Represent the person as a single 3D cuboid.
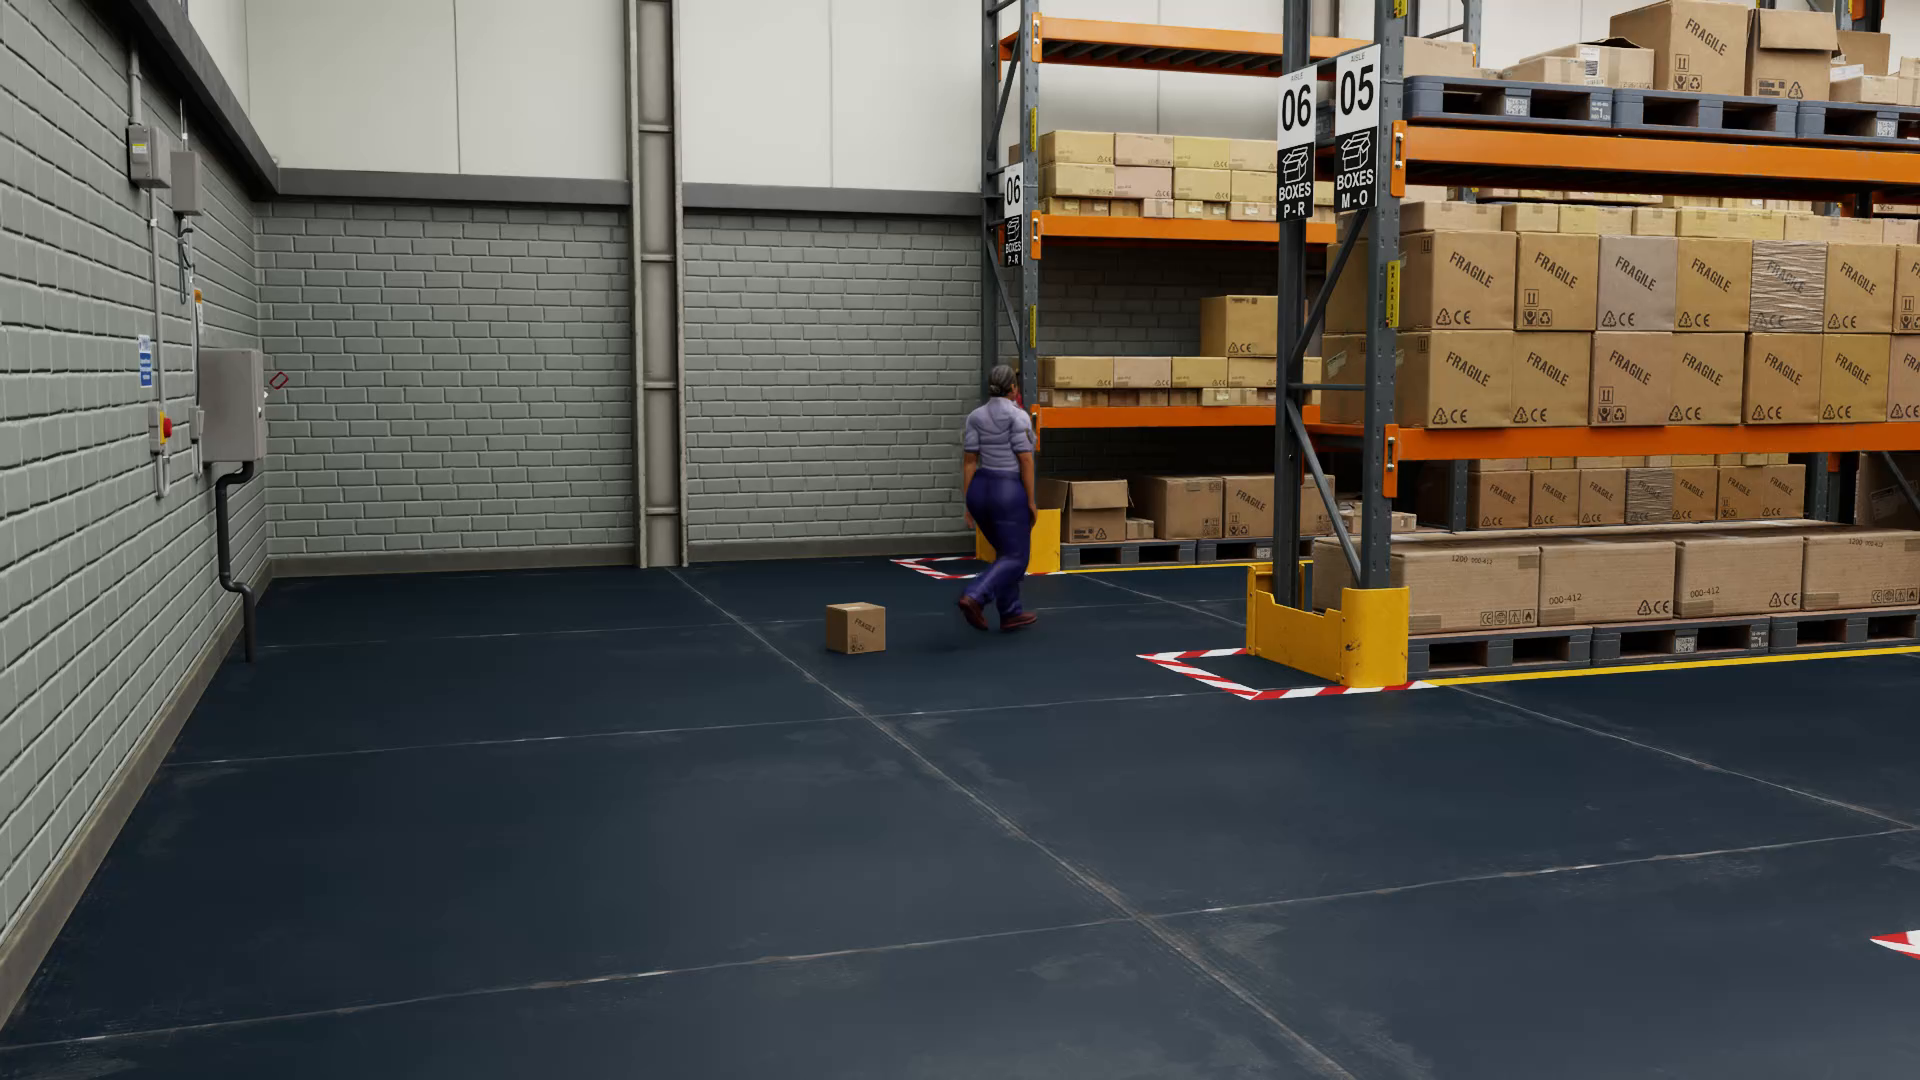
[{"bbox_3d":[0.216,-0.240,9.926,0.472,1.609,0.886,5,8,42],"label":"person"}]
